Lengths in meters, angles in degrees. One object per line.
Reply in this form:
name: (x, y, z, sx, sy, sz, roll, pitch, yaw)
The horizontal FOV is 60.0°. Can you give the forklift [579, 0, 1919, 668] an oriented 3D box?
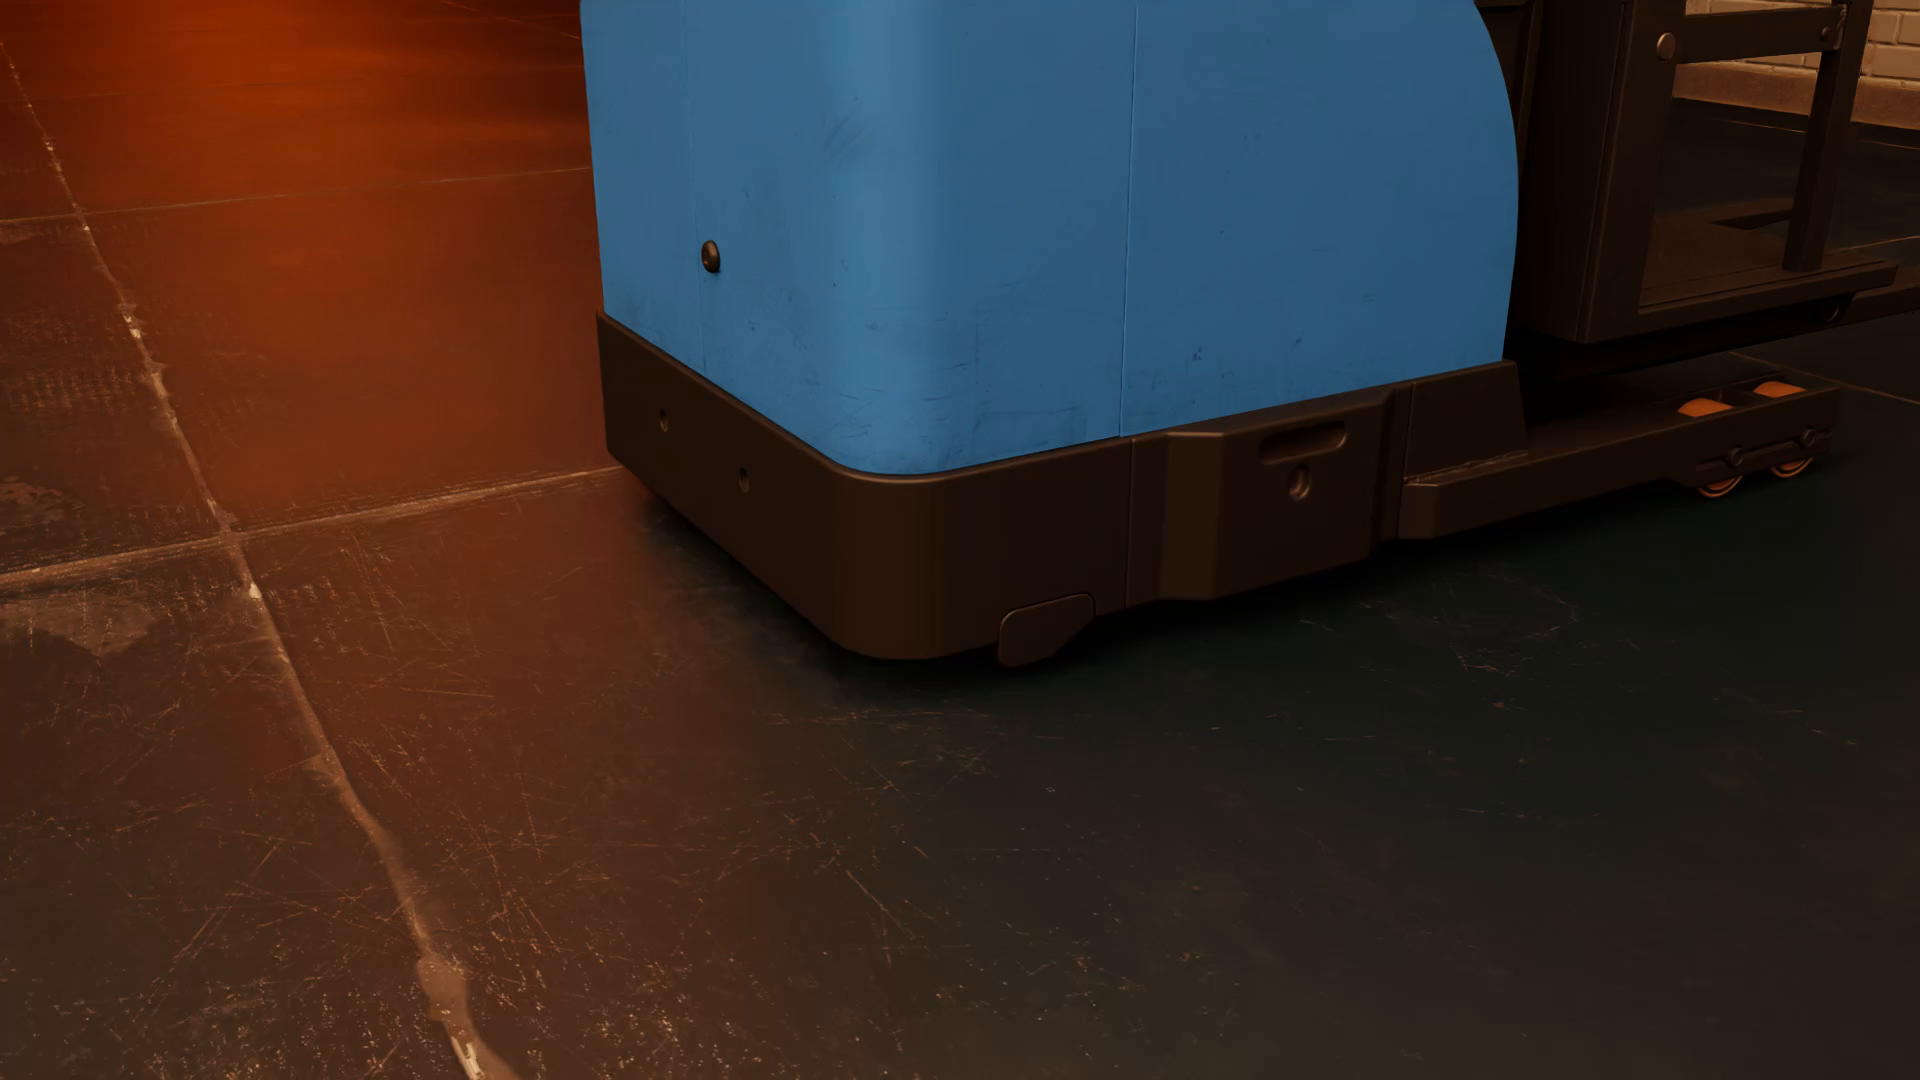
forklift: (0.932, -1.586, 2.639, 3.031, 2.935, 1.130, -13, 25, -28)
